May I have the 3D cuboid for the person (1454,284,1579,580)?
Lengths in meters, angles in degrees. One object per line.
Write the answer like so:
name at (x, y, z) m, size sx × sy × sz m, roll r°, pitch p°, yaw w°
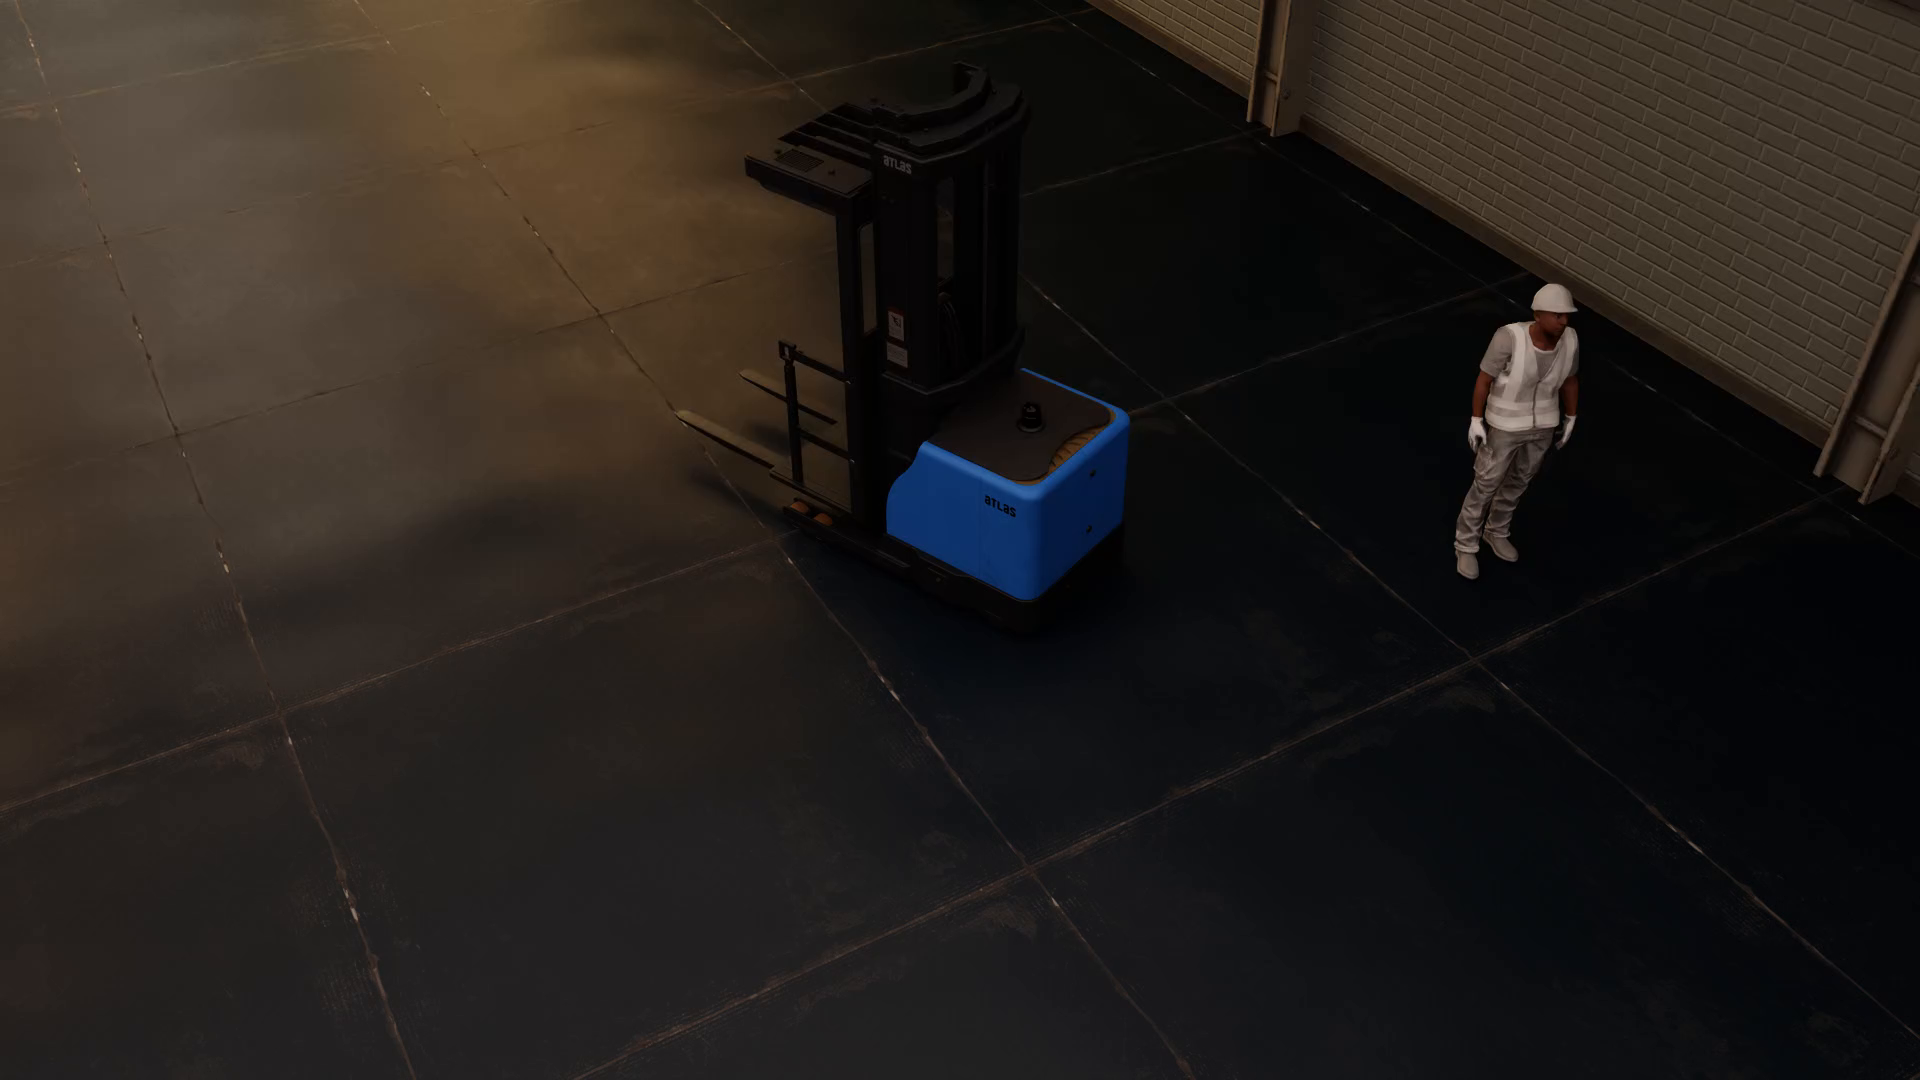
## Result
person at (3.294, -0.634, 9.688) m, size 0.656 × 1.785 × 0.576 m, roll -6°, pitch 40°, yaw -7°

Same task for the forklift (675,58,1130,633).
forklift at (-0.481, -1.366, 9.683) m, size 3.031 × 2.935 × 1.130 m, roll 26°, pitch 46°, yaw 28°
